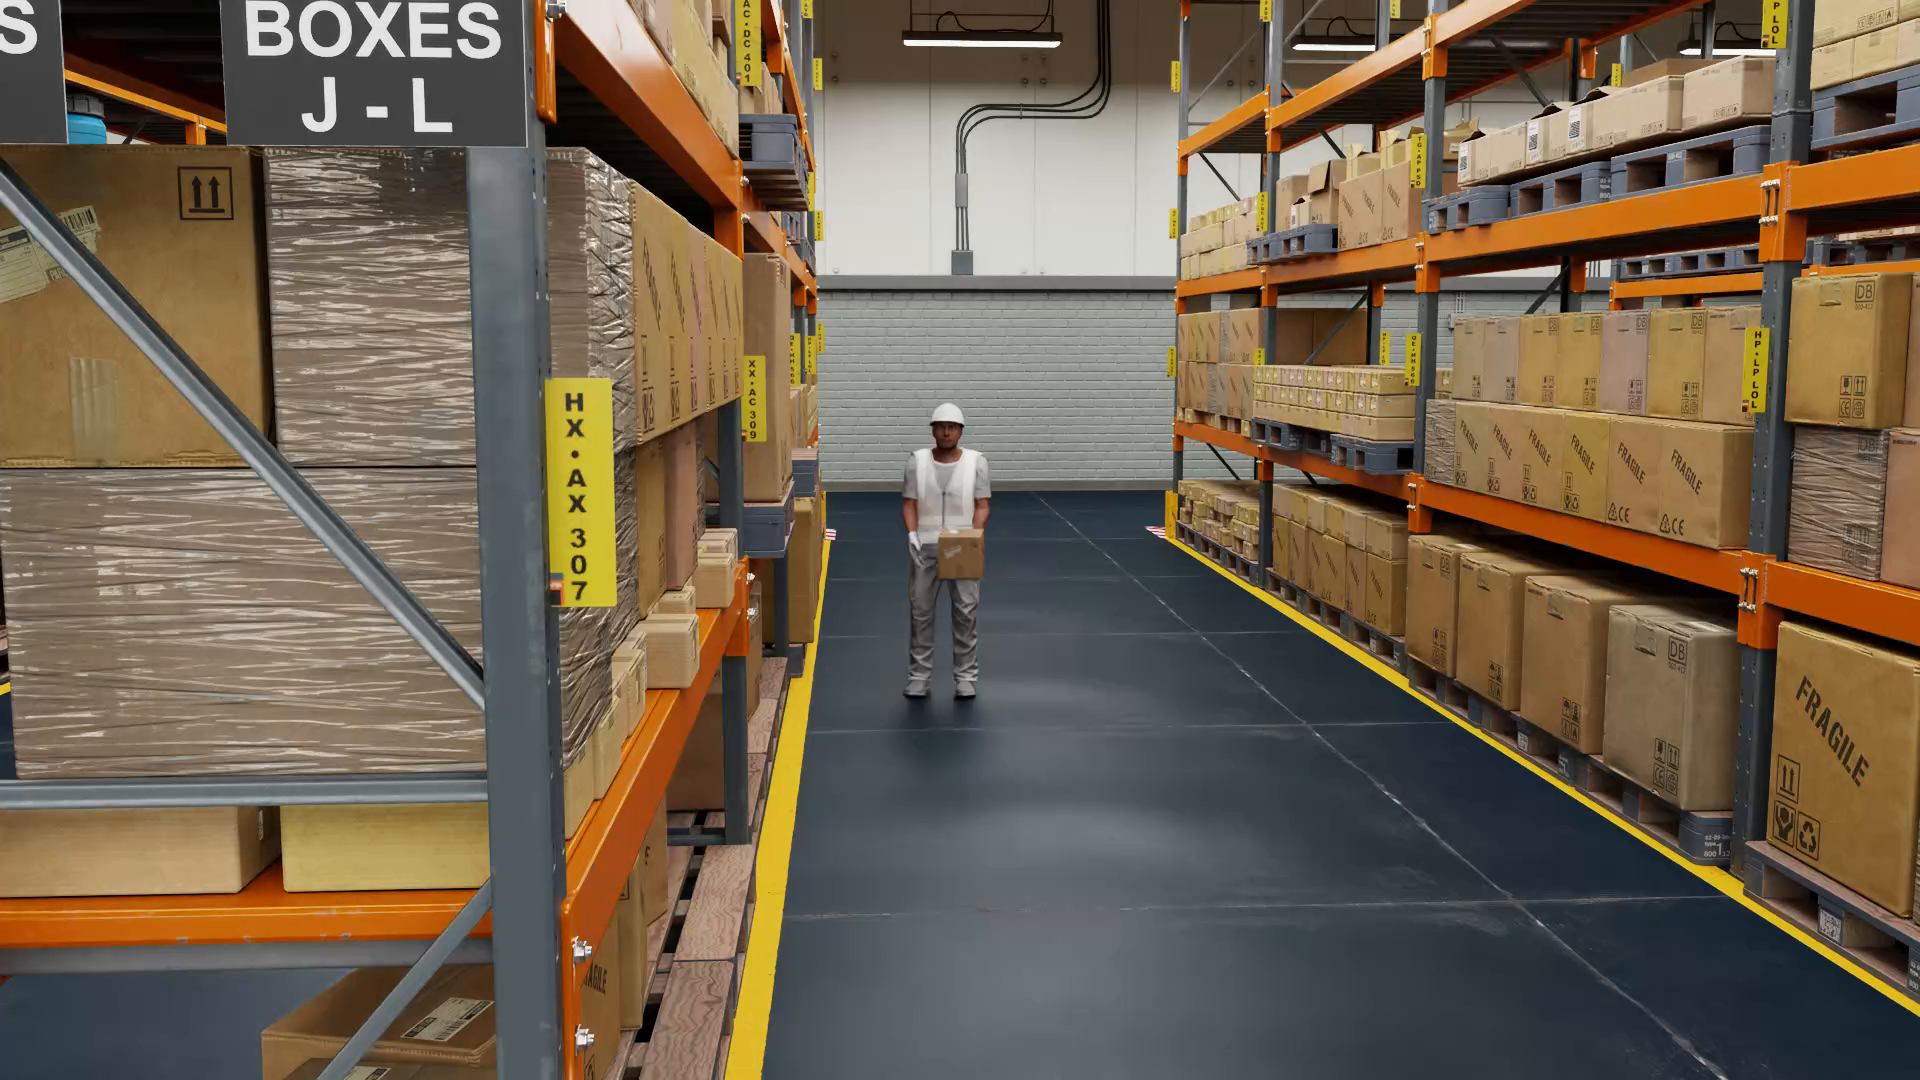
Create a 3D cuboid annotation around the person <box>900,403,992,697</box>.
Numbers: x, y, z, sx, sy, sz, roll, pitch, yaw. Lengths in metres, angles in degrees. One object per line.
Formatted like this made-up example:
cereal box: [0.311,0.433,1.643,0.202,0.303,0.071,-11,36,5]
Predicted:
person: [-0.086,0.063,10.115,0.558,1.786,0.456,1,7,5]
